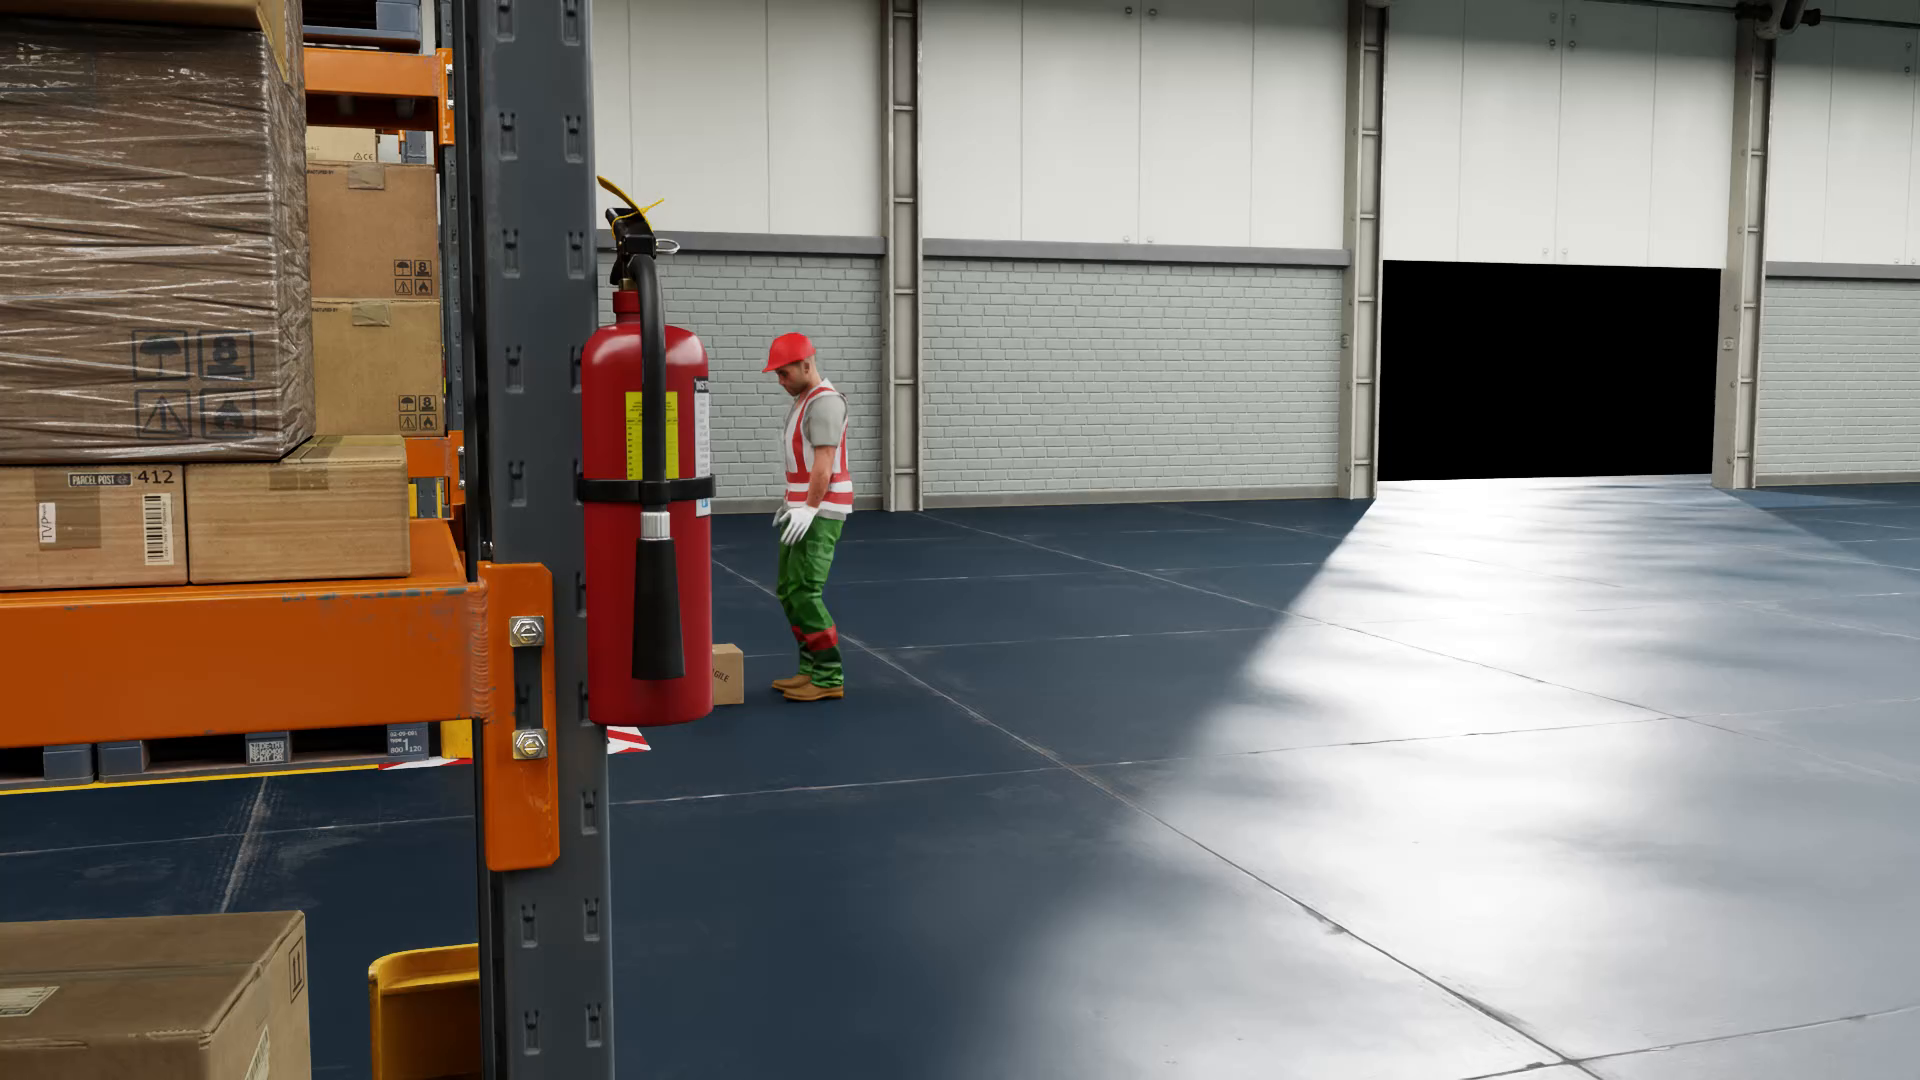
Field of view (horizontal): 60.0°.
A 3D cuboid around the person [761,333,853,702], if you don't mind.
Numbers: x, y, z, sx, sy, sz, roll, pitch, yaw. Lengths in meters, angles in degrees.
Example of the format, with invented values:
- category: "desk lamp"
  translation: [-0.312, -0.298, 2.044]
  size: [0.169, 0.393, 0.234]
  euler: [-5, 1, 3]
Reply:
- category: "person"
  translation: [-0.735, -0.113, 7.986]
  size: [0.427, 1.751, 0.538]
  euler: [-2, 6, -17]
